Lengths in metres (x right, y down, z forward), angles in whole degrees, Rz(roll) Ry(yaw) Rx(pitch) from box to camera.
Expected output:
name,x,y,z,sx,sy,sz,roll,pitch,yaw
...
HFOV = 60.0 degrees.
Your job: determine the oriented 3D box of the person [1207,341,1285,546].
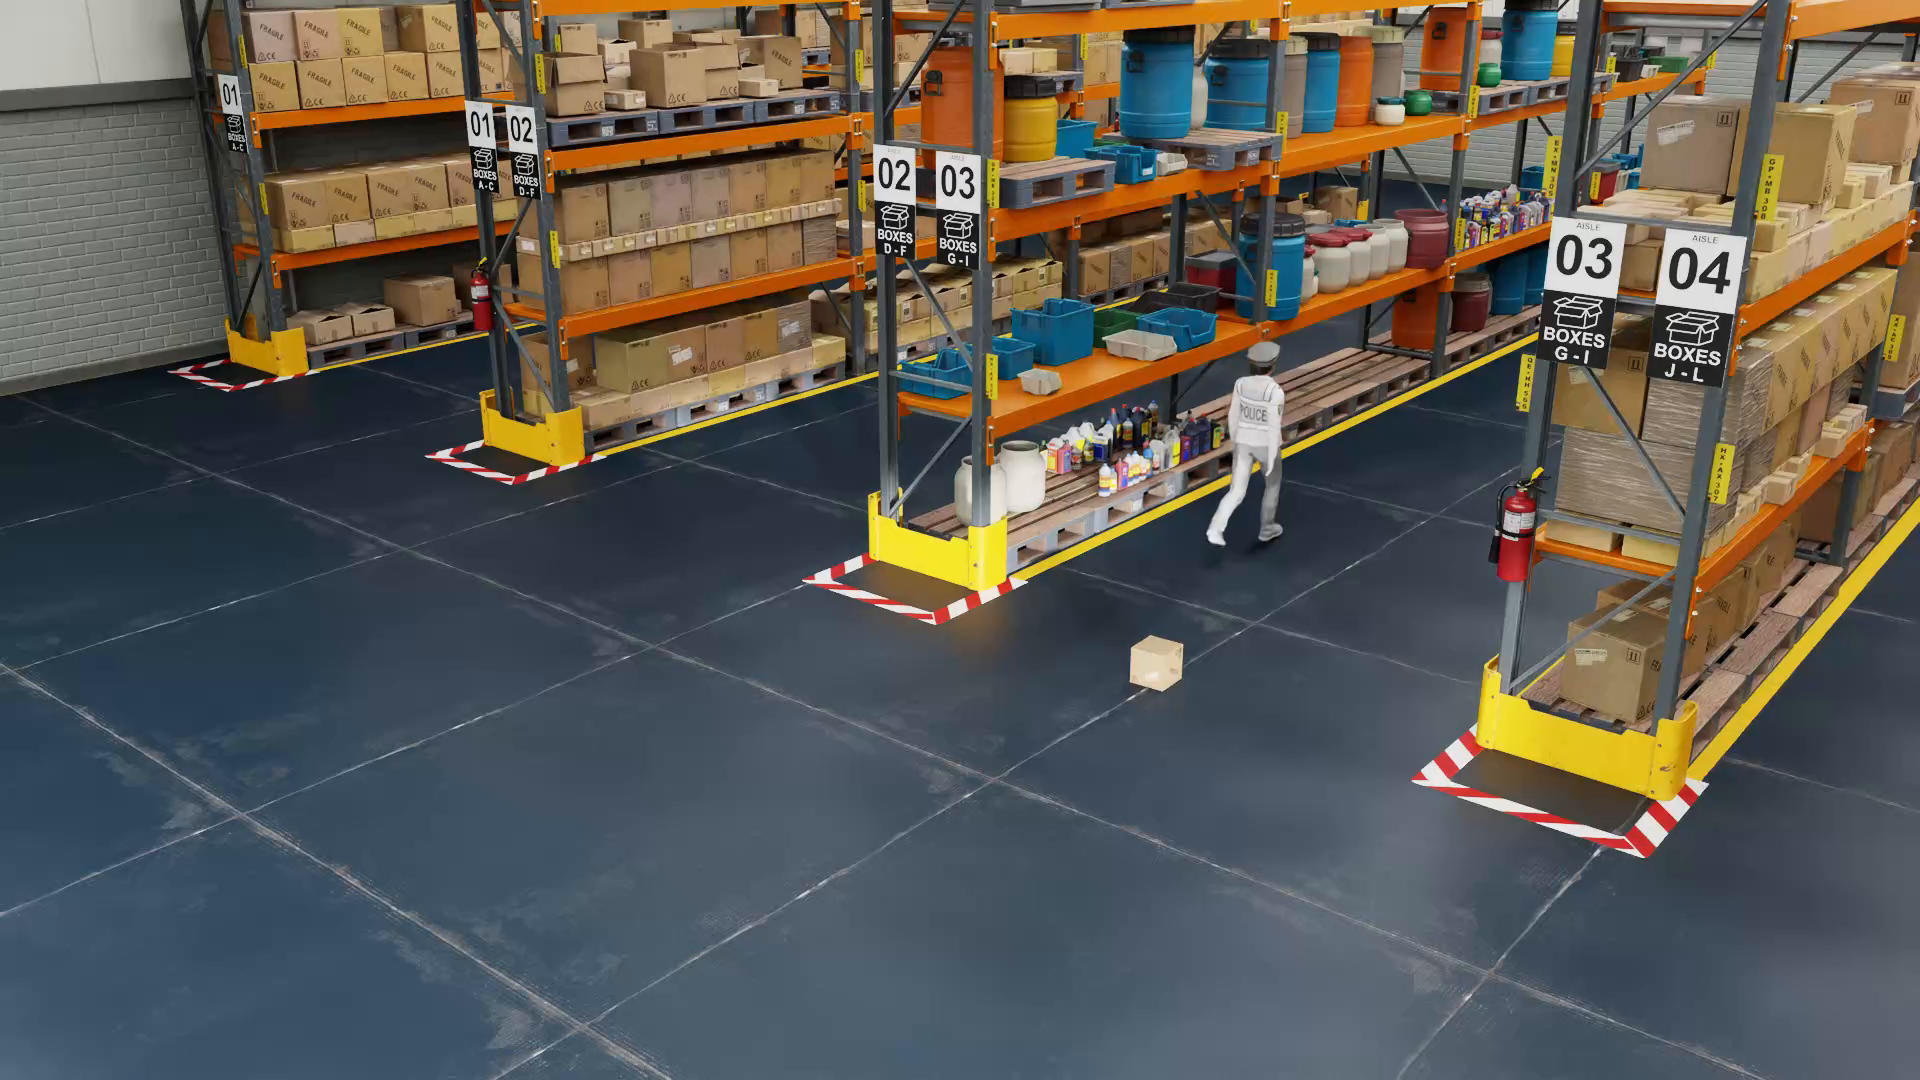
name,x,y,z,sx,sy,sz,roll,pitch,yaw
person,2.270,-0.730,12.996,0.487,1.641,0.918,14,25,34
